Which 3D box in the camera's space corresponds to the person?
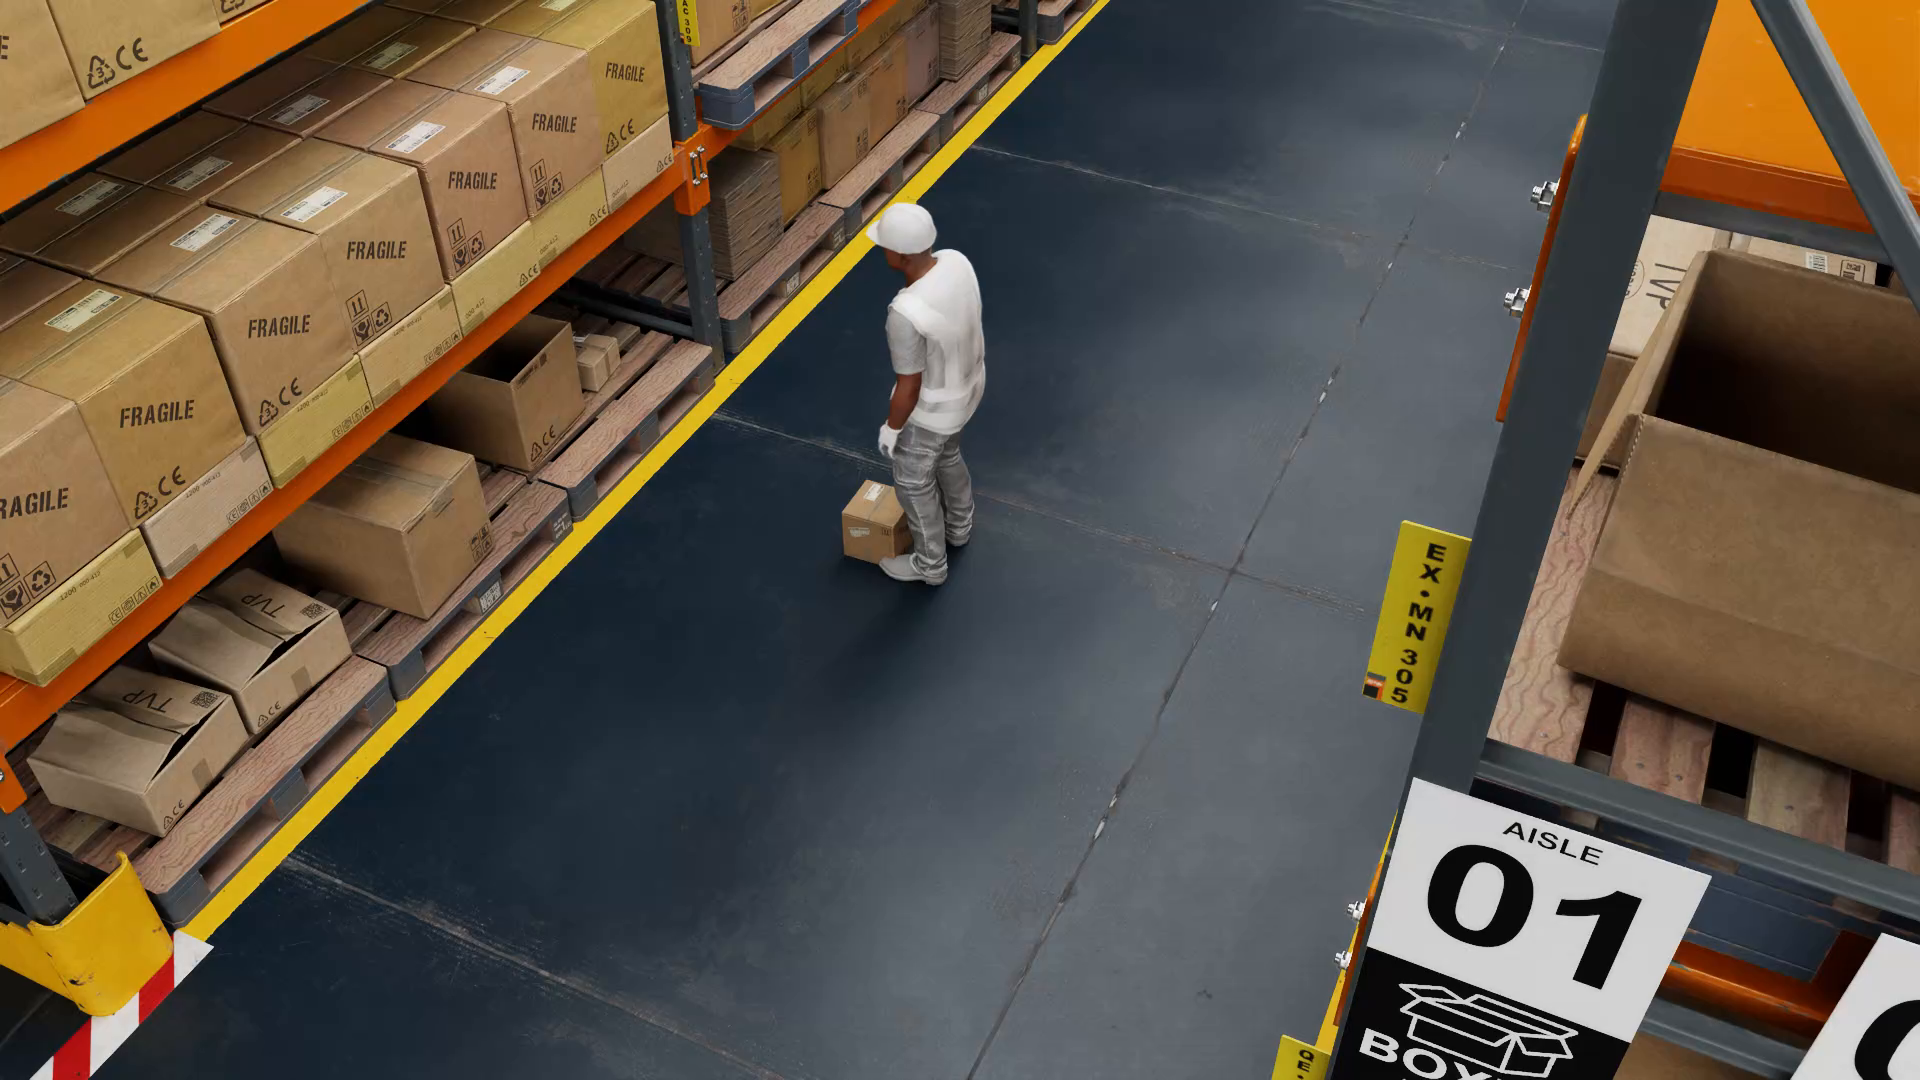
[{"bbox_3d":[-0.136,-0.585,6.809,0.446,1.775,0.619,18,45,19],"label":"person"}]
